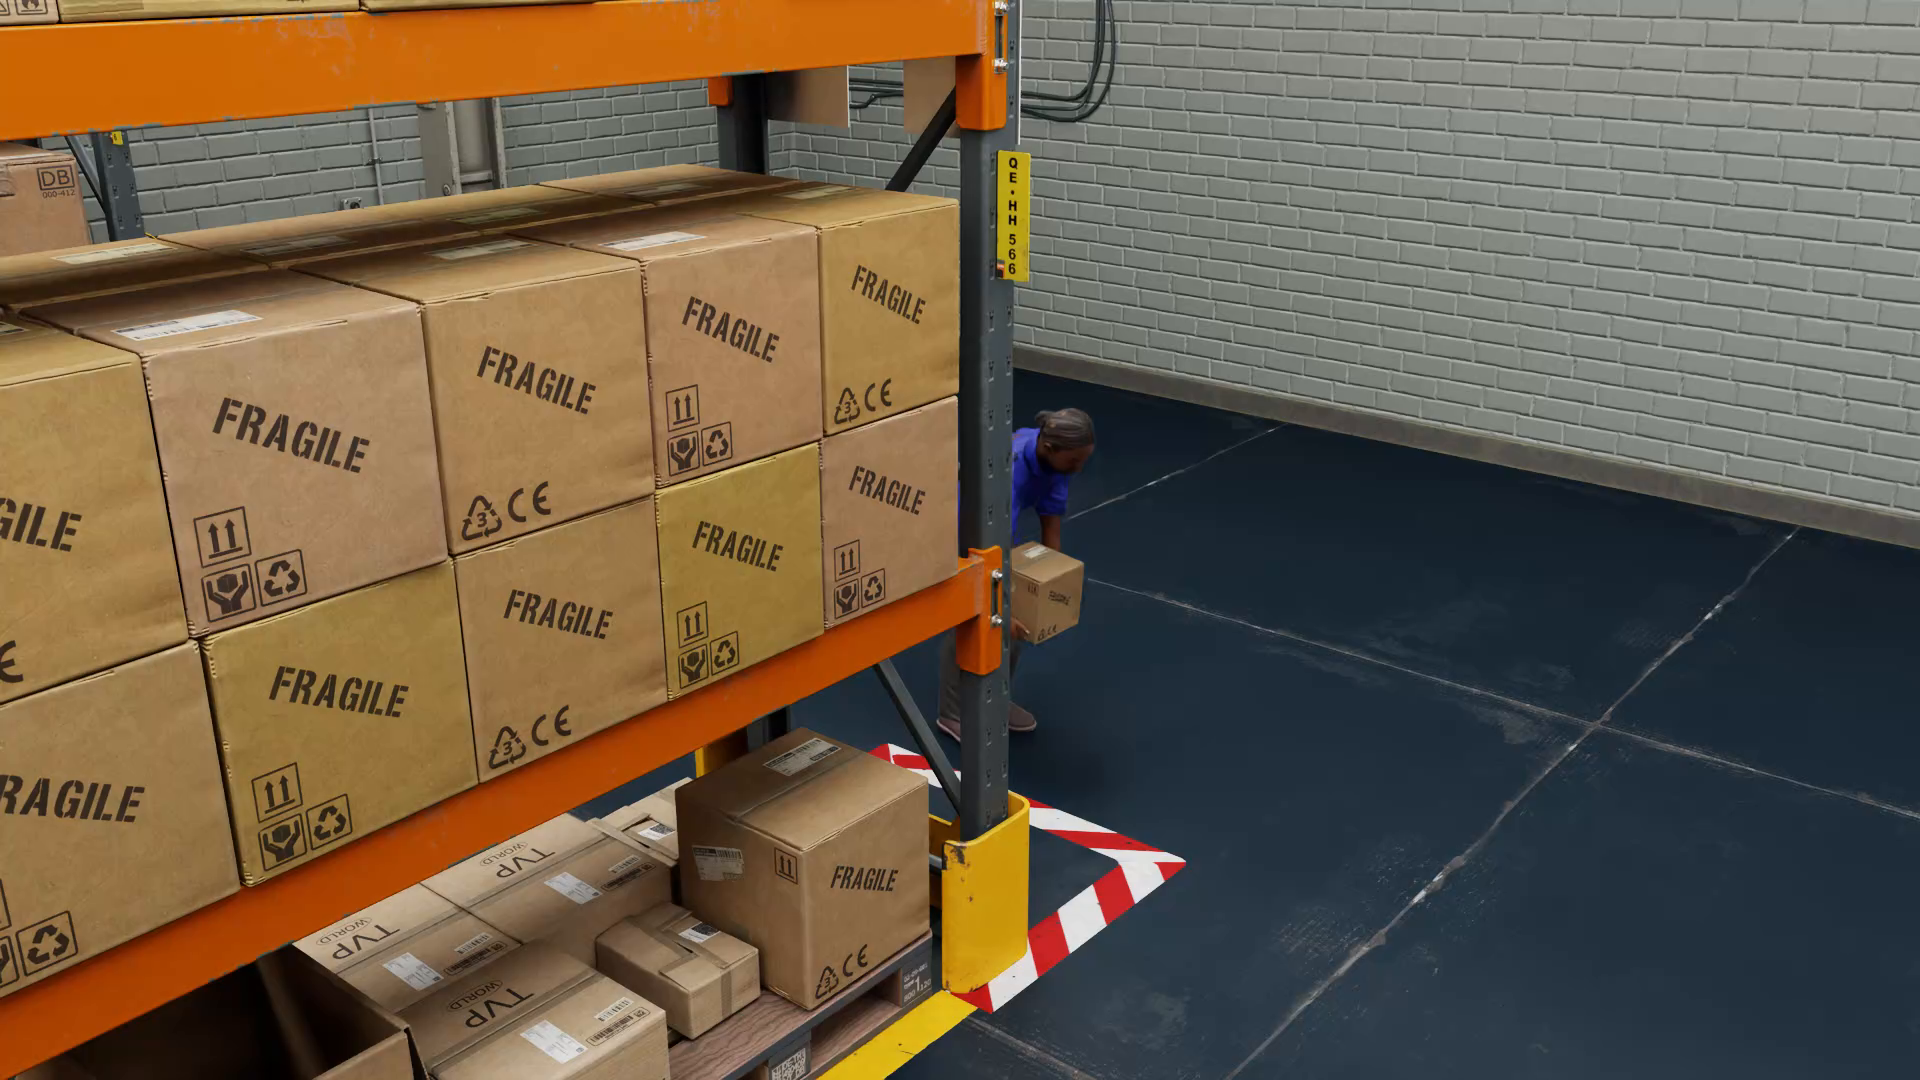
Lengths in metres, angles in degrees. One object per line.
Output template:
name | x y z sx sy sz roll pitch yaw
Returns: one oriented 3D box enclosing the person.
person | 0.166 0.092 6.161 0.711 1.441 0.410 18 27 40
